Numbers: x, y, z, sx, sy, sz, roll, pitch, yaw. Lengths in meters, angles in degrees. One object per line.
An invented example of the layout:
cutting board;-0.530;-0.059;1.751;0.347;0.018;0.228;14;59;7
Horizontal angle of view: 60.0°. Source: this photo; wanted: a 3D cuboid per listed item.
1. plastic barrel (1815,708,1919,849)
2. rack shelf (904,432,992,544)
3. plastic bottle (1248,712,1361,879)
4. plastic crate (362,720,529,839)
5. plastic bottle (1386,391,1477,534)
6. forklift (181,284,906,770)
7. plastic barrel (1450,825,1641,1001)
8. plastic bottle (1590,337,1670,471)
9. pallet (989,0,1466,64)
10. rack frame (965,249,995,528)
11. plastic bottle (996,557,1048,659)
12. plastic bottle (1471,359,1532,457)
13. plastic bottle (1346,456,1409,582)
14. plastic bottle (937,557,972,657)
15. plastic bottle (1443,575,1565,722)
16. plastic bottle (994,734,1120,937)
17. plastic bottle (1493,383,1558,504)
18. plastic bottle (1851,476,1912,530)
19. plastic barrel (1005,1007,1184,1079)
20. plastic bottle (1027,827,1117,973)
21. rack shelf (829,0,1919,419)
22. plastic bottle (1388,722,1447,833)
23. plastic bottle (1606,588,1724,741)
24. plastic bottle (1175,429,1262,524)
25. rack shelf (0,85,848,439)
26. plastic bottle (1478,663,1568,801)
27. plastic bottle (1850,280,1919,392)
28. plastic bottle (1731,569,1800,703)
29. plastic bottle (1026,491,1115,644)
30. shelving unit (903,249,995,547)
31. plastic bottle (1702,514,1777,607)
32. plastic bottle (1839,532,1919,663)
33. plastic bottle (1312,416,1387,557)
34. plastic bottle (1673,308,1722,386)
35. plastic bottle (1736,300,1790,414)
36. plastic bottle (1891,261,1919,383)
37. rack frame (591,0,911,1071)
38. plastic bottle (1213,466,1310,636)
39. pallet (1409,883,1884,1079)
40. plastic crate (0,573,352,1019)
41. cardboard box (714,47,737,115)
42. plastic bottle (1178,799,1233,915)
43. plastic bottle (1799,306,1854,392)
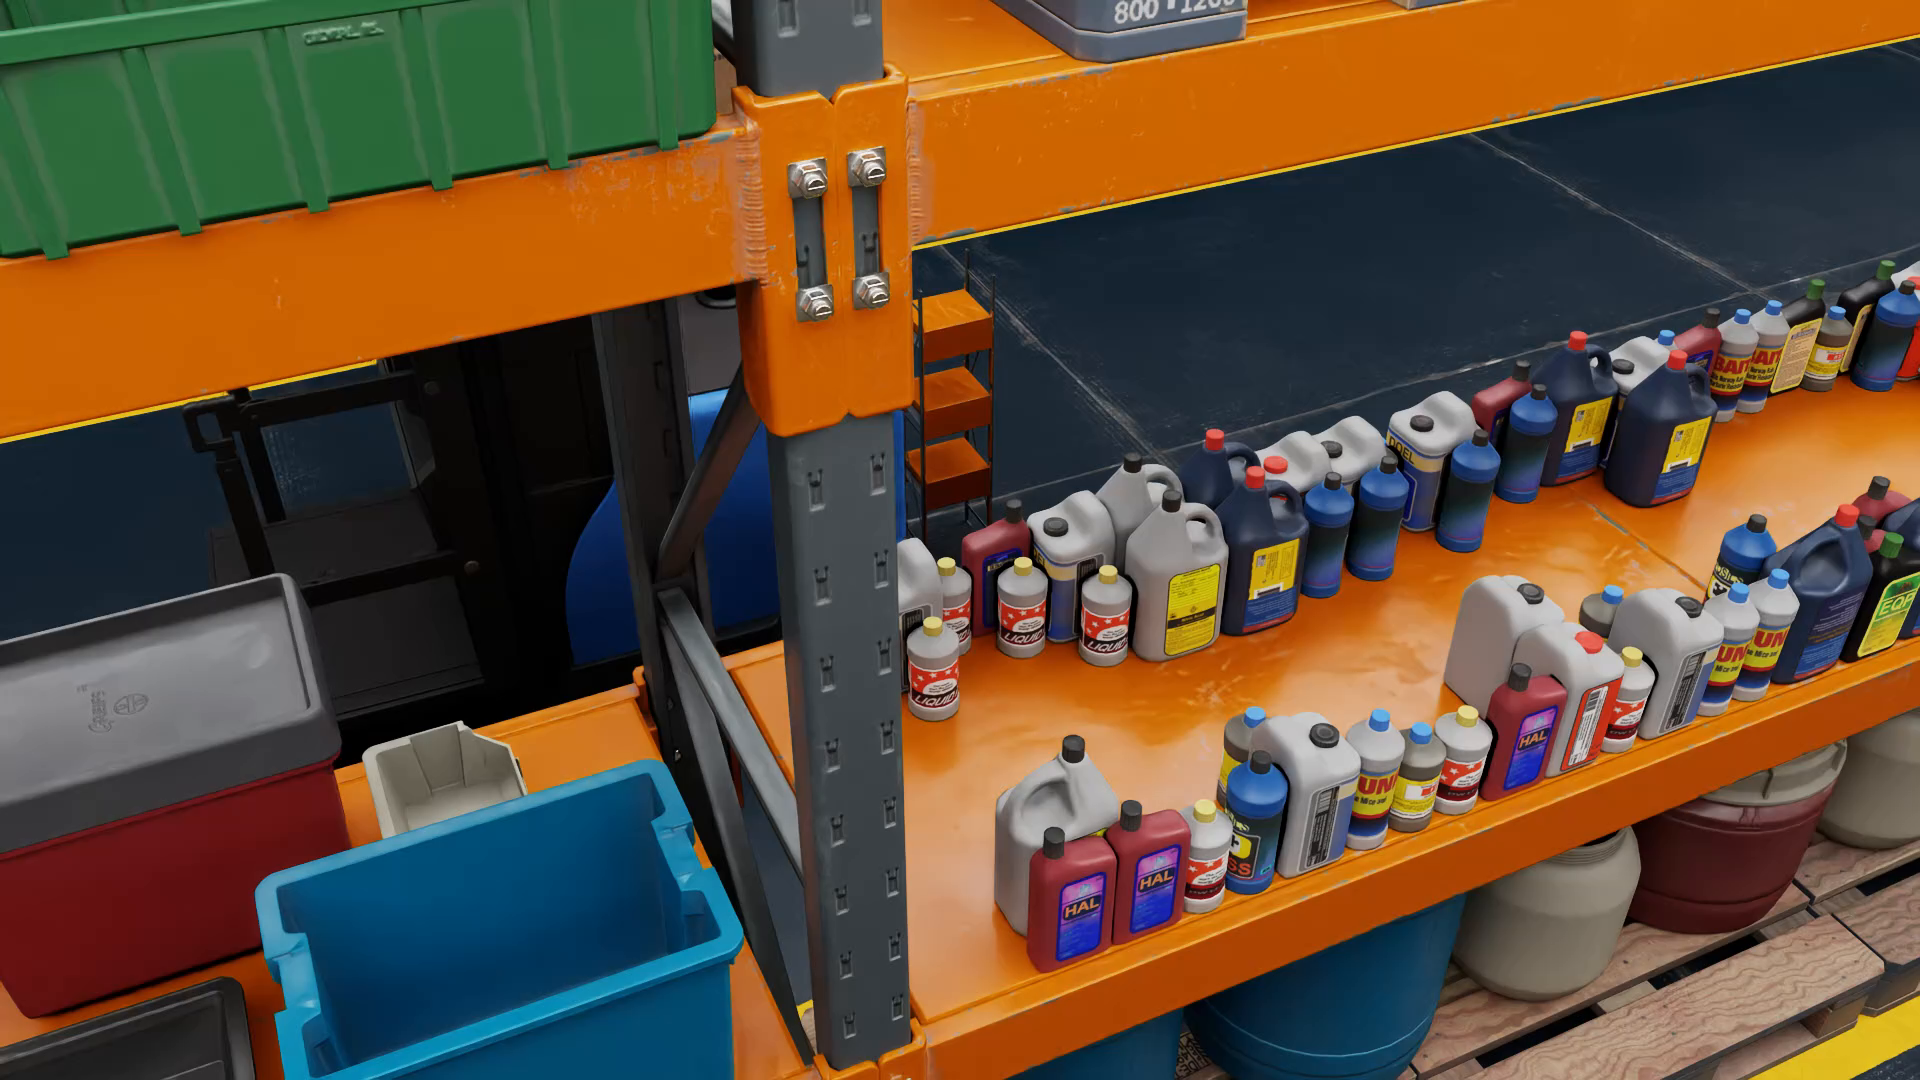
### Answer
plastic barrel;2.373;0.505;4.287;0.421;0.512;0.421;0;37;0
rack shelf;-0.048;-0.176;5.591;0.240;0.259;0.215;-16;39;-20
plastic bottle;0.573;0.408;2.786;0.135;0.276;0.152;-16;39;-20
plastic crate;-0.821;0.485;2.749;0.243;0.136;0.396;-16;39;-20
plastic bottle;1.000;-0.174;3.571;0.135;0.276;0.152;-16;39;-20
forklift;-1.715;-0.744;4.293;3.031;2.935;1.130;-14;39;-18
plastic barrel;1.351;0.791;3.902;0.421;0.512;0.421;0;37;0
plastic bottle;1.498;-0.314;3.759;0.135;0.276;0.152;-16;39;-20
pallet;0.329;-1.017;2.244;1.003;0.211;1.213;-16;39;-20
rack frame;0.062;-0.439;5.461;0.008;1.050;0.200;-16;39;-20
plastic bottle;0.121;0.123;3.233;0.097;0.201;0.097;0;37;0
plastic bottle;1.190;-0.261;3.681;0.133;0.283;0.061;-16;39;-20
plastic bottle;0.860;-0.051;3.409;0.097;0.271;0.097;0;37;0
plastic bottle;-0.026;0.124;3.231;0.097;0.201;0.097;0;37;0
plastic bottle;1.016;0.184;3.088;0.135;0.276;0.152;-16;39;-20
plastic bottle;0.154;0.458;2.656;0.185;0.351;0.144;-16;39;-20
plastic bottle;1.240;-0.218;3.634;0.097;0.271;0.097;0;37;0
plastic bottle;1.834;-0.012;3.346;0.133;0.283;0.061;-16;39;-20
plastic barrel;0.161;0.908;3.416;0.708;0.901;0.600;-16;39;-20
plastic bottle;0.174;0.547;2.593;0.133;0.283;0.061;-16;39;-20
rack shelf;1.472;-1.059;2.746;4.000;0.370;1.077;-16;39;-20
plastic bottle;0.778;0.399;2.861;0.097;0.201;0.097;0;37;0
plastic bottle;1.290;0.208;3.056;0.135;0.276;0.152;-16;39;-20
plastic bottle;0.522;-0.073;3.372;0.185;0.351;0.144;-16;39;-20
rack shelf;-2.149;-0.047;1.381;4.000;0.370;1.077;-16;39;-20
plastic bottle;0.978;0.322;2.896;0.133;0.283;0.061;-16;39;-20
plastic bottle;2.244;-0.498;4.012;0.097;0.271;0.097;0;37;0
plastic bottle;1.495;0.170;3.110;0.097;0.271;0.097;0;37;0
plastic bottle;0.211;0.046;3.274;0.135;0.276;0.152;-16;39;-20
shelving unit;-0.048;-0.408;5.419;0.252;1.050;0.215;-16;39;-20
plastic bottle;1.522;0.068;3.248;0.097;0.271;0.097;0;37;0
plastic bottle;1.775;0.099;3.196;0.133;0.283;0.061;-16;39;-20
plastic bottle;0.790;-0.116;3.492;0.135;0.276;0.152;-16;39;-20
plastic bottle;1.688;-0.400;3.869;0.133;0.283;0.061;-16;39;-20
plastic bottle;1.888;-0.439;3.932;0.097;0.271;0.097;0;37;0
plastic bottle;2.334;-0.548;4.075;0.135;0.276;0.152;-16;39;-20
rack frame;-0.339;0.363;2.743;0.127;3.000;1.000;-16;39;-20
plastic bottle;0.583;0.004;3.268;0.185;0.351;0.144;-16;39;-20
pallet;1.483;0.999;4.226;1.213;0.211;1.003;-16;39;-20
plastic crate;-1.254;0.404;2.584;0.583;0.464;0.402;-16;39;-20
cardboard box;-1.064;-2.023;7.391;0.875;0.875;1.225;-17;40;-21
plastic bottle;0.392;0.507;2.715;0.097;0.201;0.097;0;37;0
plastic bottle;2.097;-0.469;4.032;0.097;0.201;0.097;0;37;0
